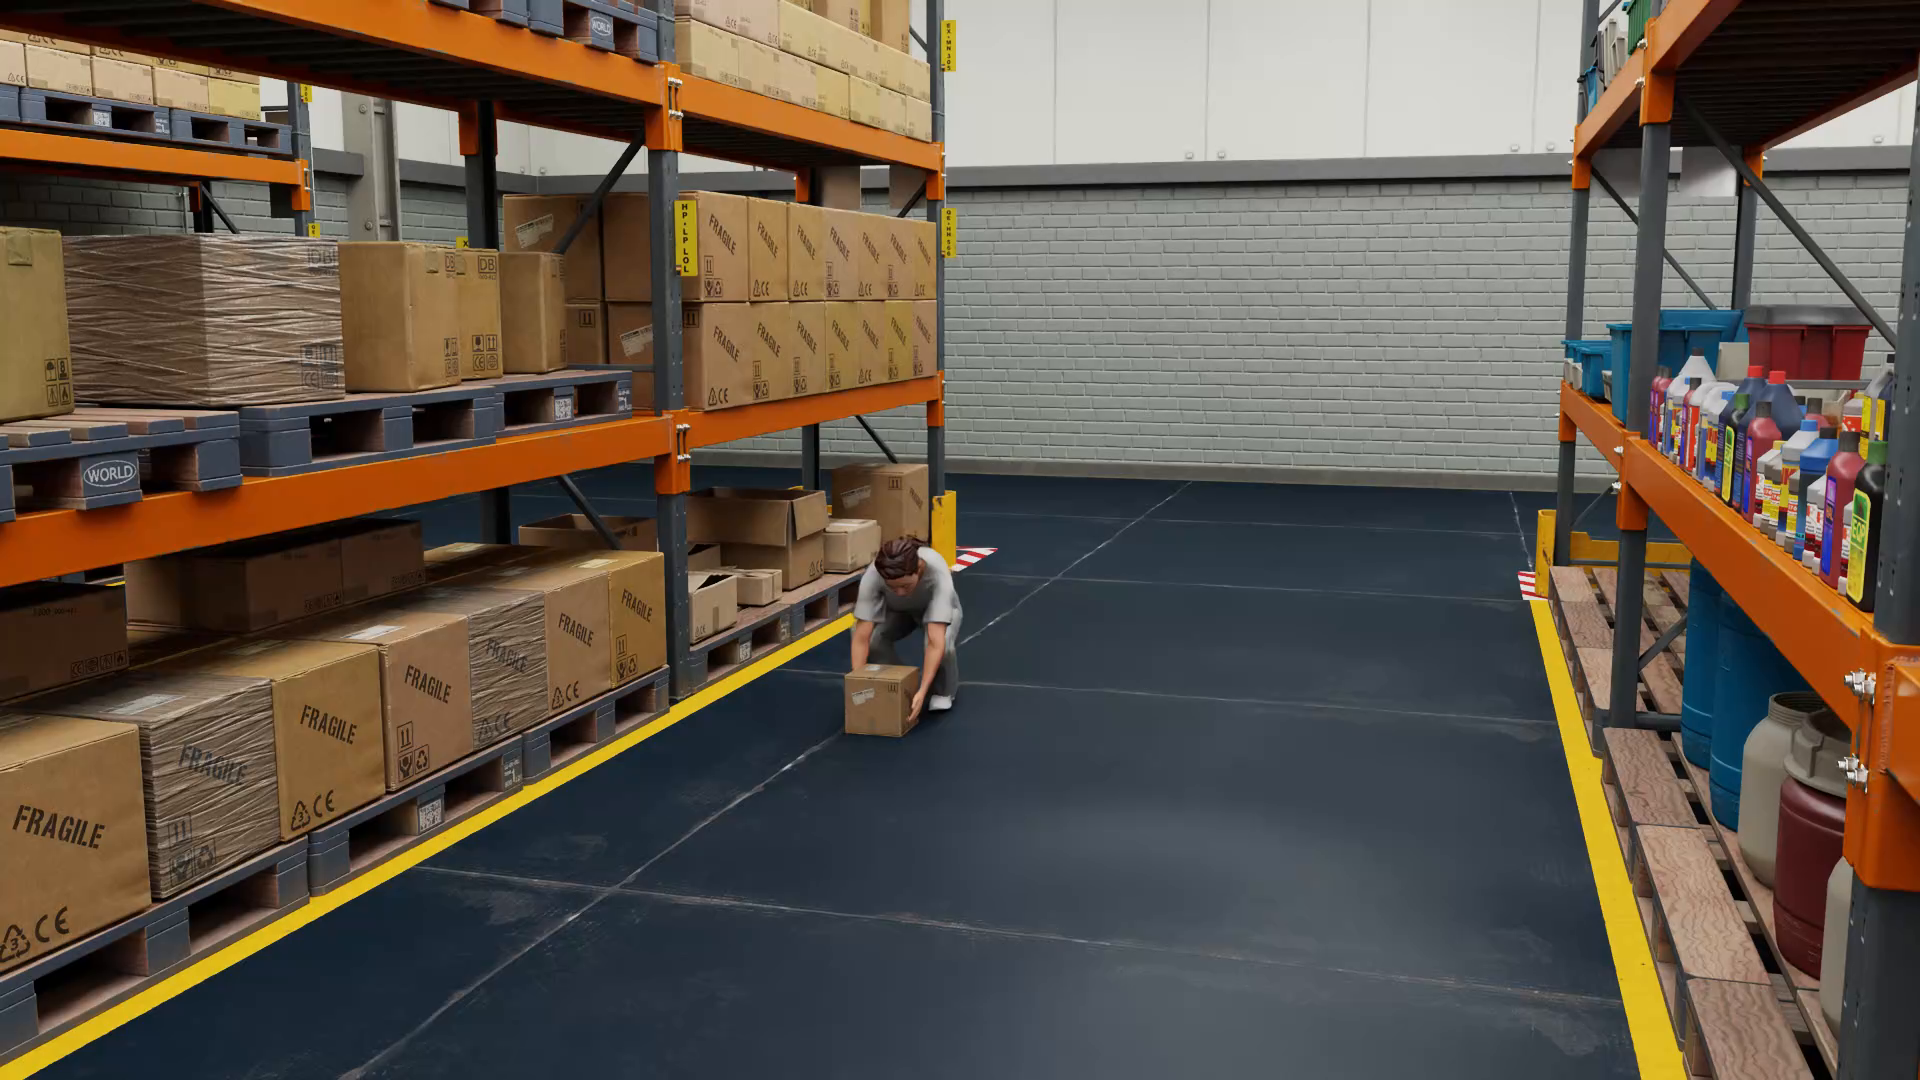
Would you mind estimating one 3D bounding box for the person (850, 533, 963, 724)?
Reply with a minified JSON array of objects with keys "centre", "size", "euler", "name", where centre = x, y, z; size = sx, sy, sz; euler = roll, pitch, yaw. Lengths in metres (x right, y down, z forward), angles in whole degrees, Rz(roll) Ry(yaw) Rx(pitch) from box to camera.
[{"centre":[-0.220,0.358,7.349],"size":[0.467,0.825,0.801],"euler":[2,9,16],"name":"person"}]
